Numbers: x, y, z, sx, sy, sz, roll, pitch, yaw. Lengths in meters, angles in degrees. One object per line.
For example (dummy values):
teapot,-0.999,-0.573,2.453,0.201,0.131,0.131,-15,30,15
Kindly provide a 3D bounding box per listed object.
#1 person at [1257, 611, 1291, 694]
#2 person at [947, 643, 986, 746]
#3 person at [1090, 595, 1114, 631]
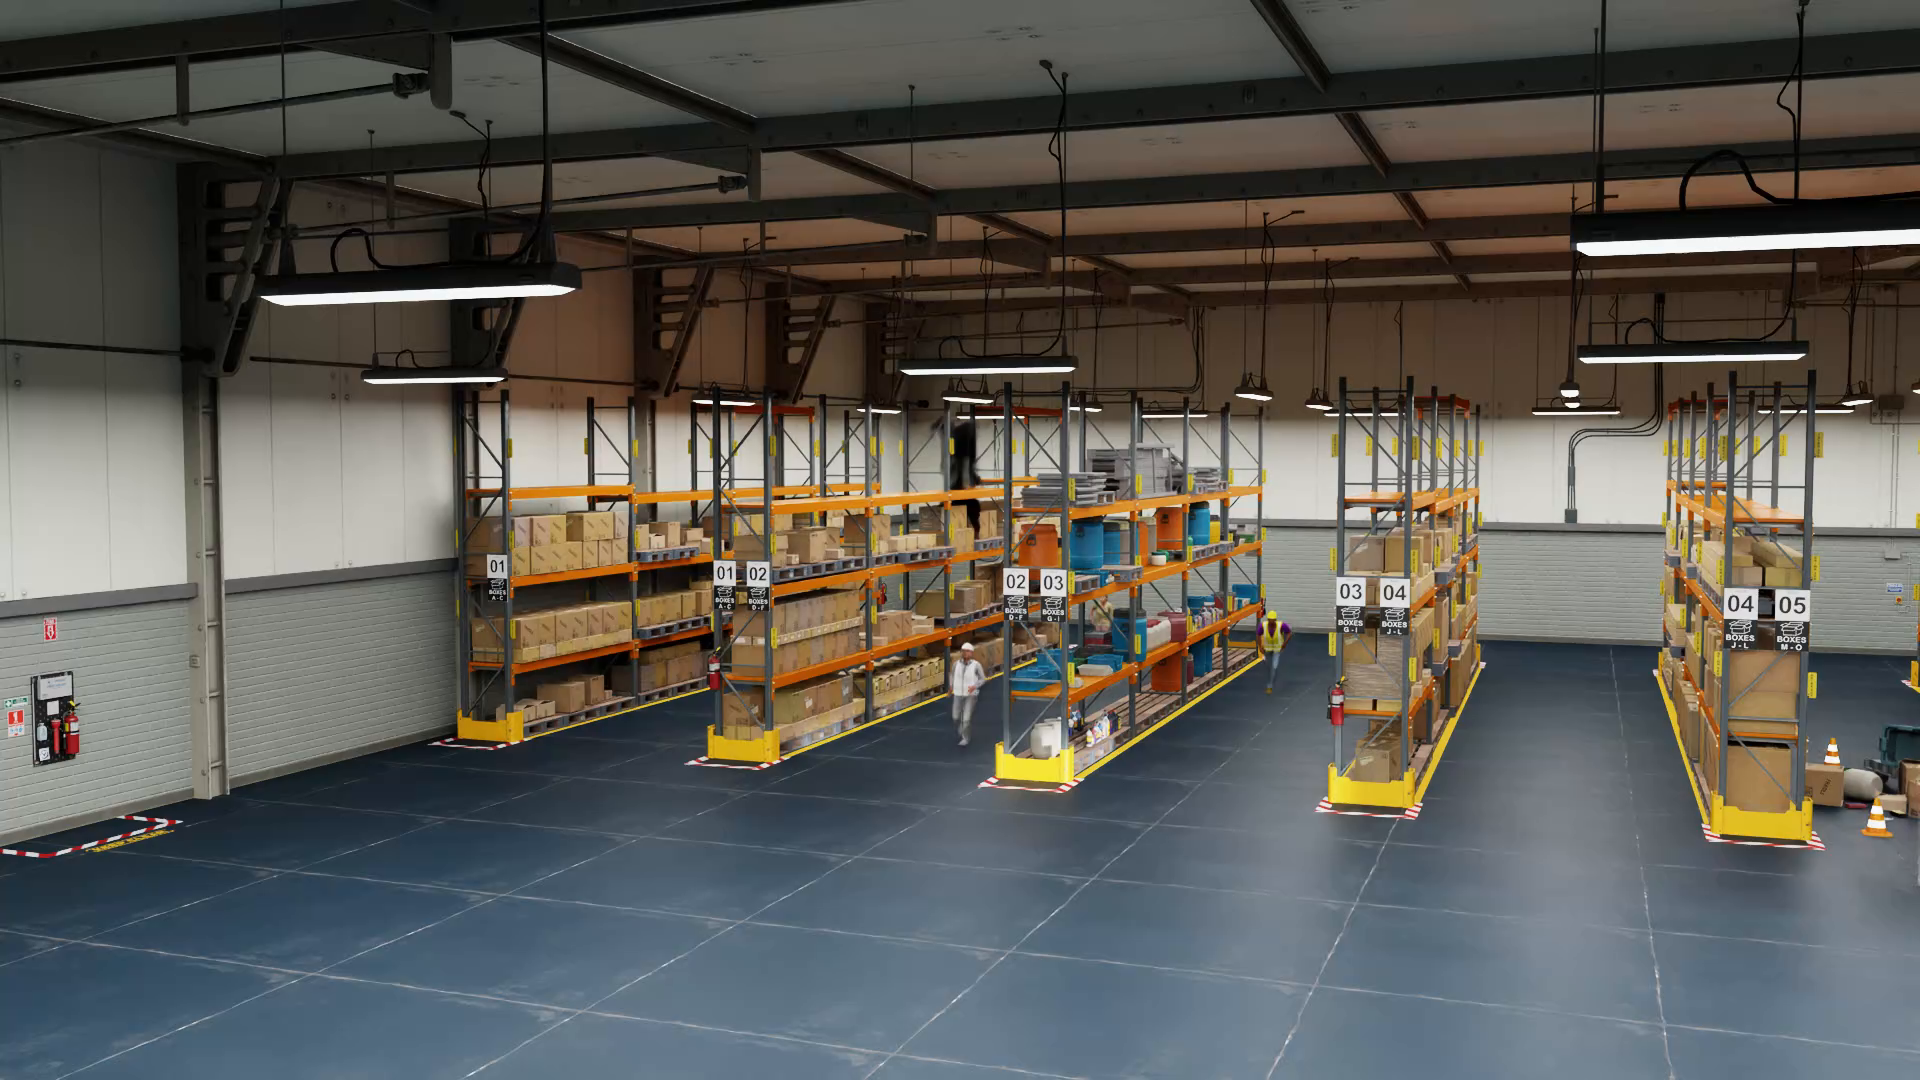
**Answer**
person,6.465,2.292,34.256,0.708,1.708,0.978,1,3,14
person,0.102,2.600,28.095,0.671,1.721,0.584,1,3,19
person,3.257,1.905,38.099,0.618,1.459,0.636,1,3,20
